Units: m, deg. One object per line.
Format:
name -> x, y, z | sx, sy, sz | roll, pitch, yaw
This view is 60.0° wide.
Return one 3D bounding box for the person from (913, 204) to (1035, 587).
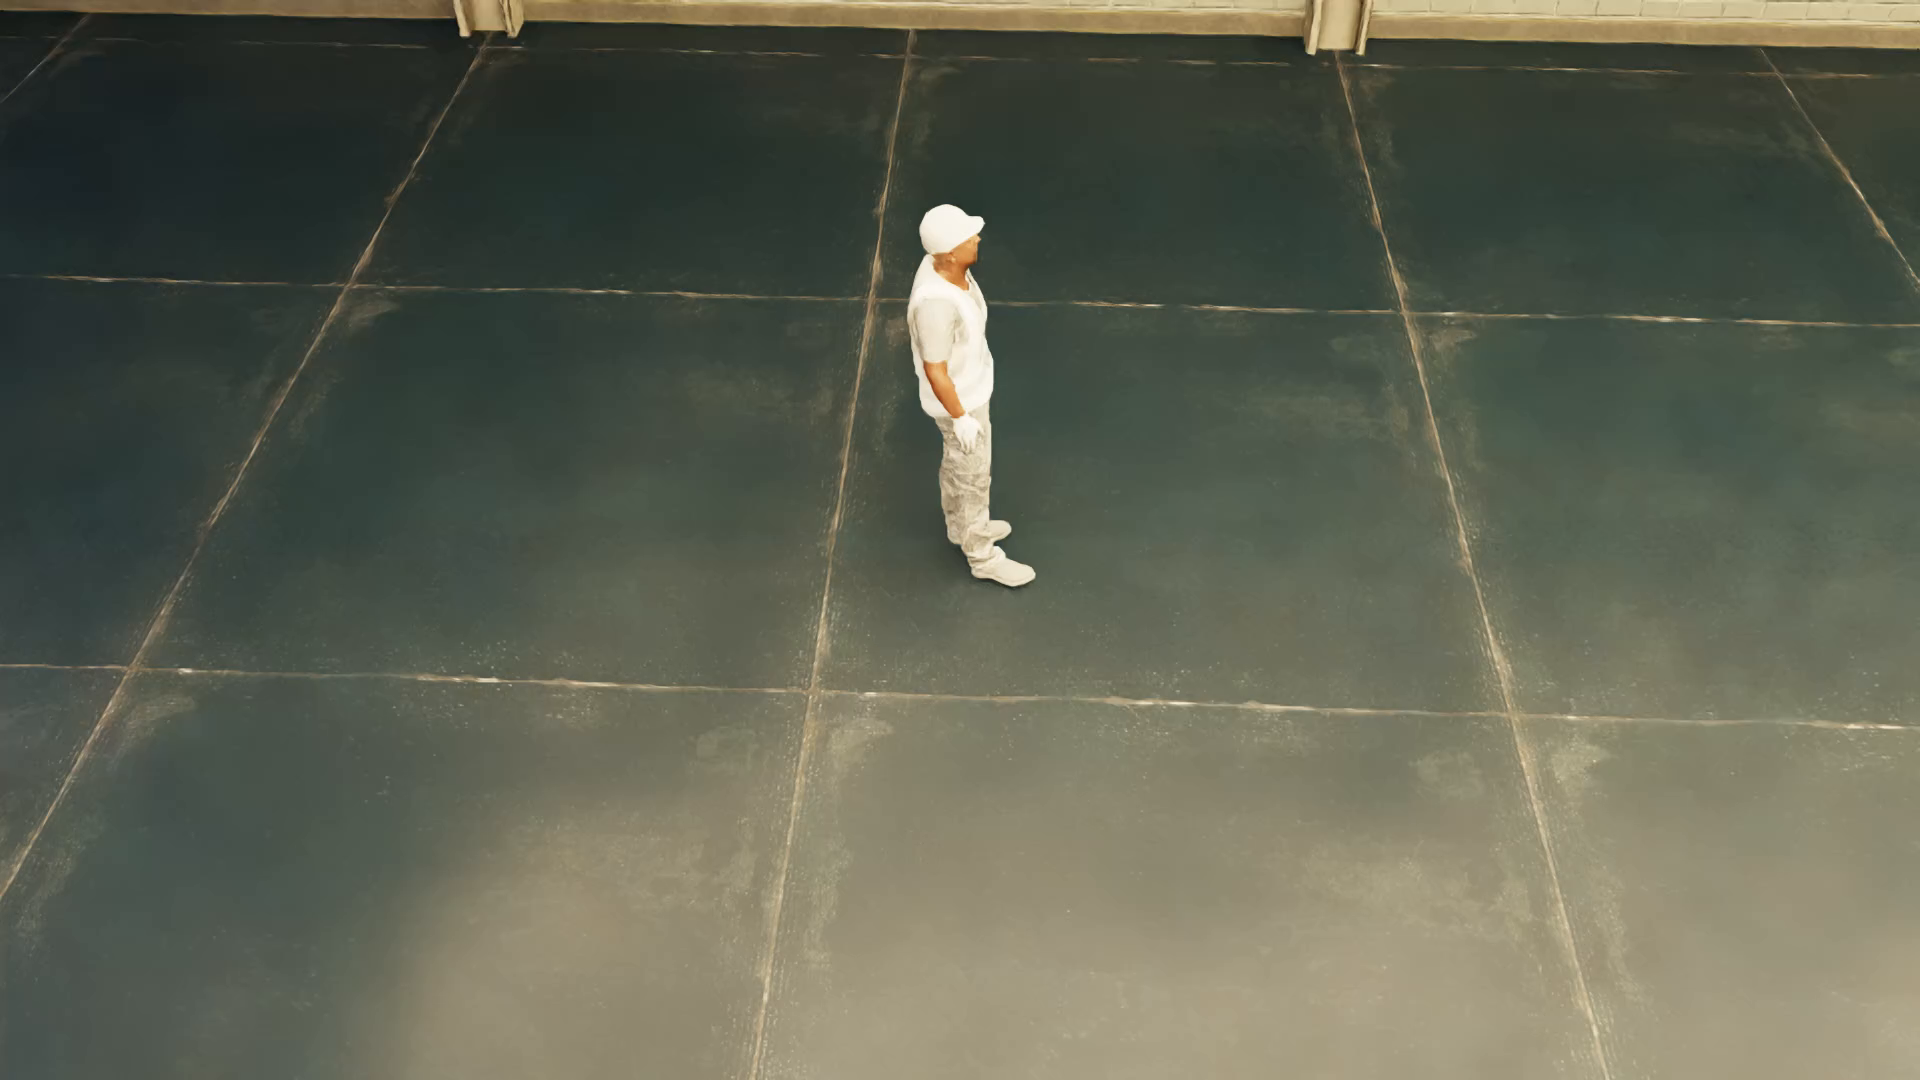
person -> 0.080, -0.656, 7.302 | 0.558, 1.782, 0.655 | 2, 42, 2
